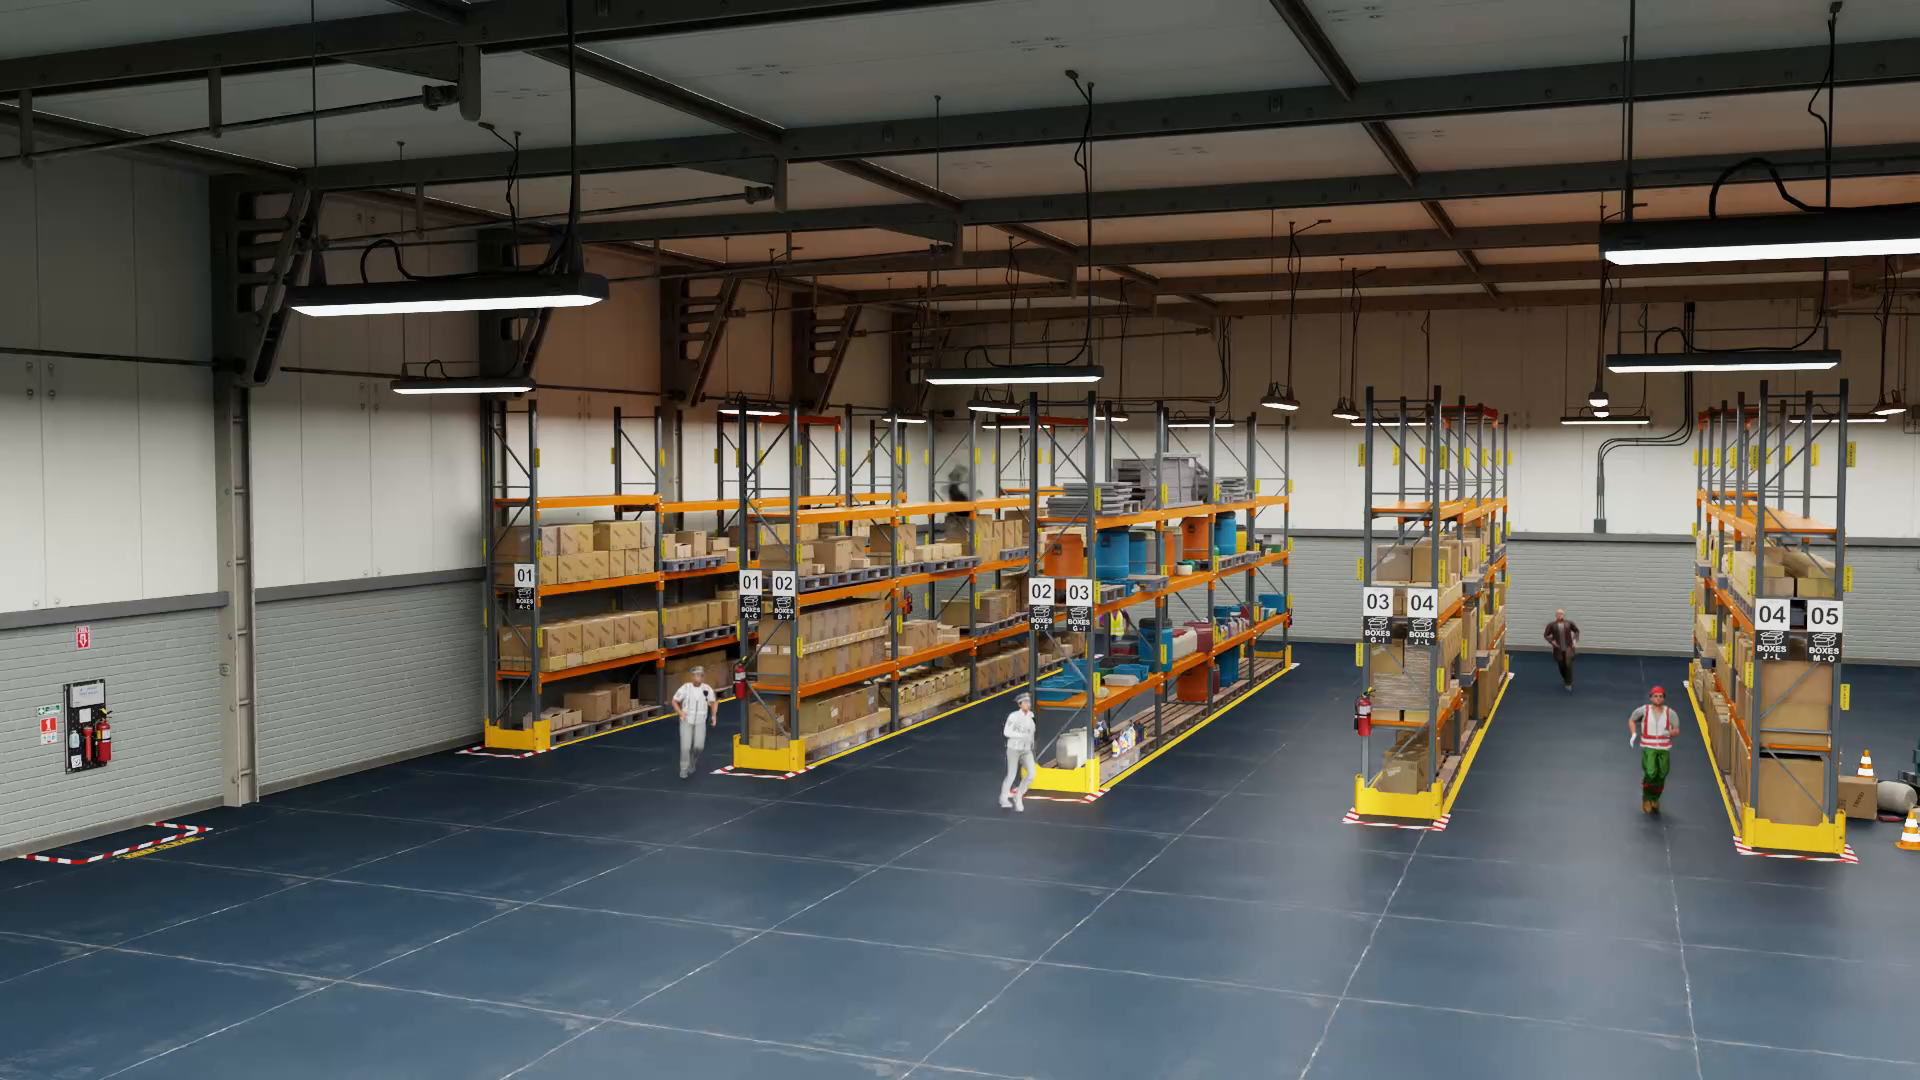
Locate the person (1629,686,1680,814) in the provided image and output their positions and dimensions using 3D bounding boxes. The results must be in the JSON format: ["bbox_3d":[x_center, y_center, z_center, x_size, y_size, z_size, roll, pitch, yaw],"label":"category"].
[{"bbox_3d":[9.778,2.954,23.376,0.641,1.792,0.709,1,3,12],"label":"person"}]

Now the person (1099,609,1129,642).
[{"bbox_3d":[3.543,2.185,38.253,0.689,1.739,0.931,0,3,8],"label":"person"}]

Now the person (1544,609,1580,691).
[{"bbox_3d":[13.085,2.368,36.152,0.748,1.728,0.788,1,3,18],"label":"person"}]

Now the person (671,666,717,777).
[{"bbox_3d":[-4.151,2.852,26.133,0.736,1.732,0.514,-1,3,-18],"label":"person"}]

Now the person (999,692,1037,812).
[{"bbox_3d":[0.891,3.008,23.608,0.616,1.709,0.671,-2,3,-29],"label":"person"}]
